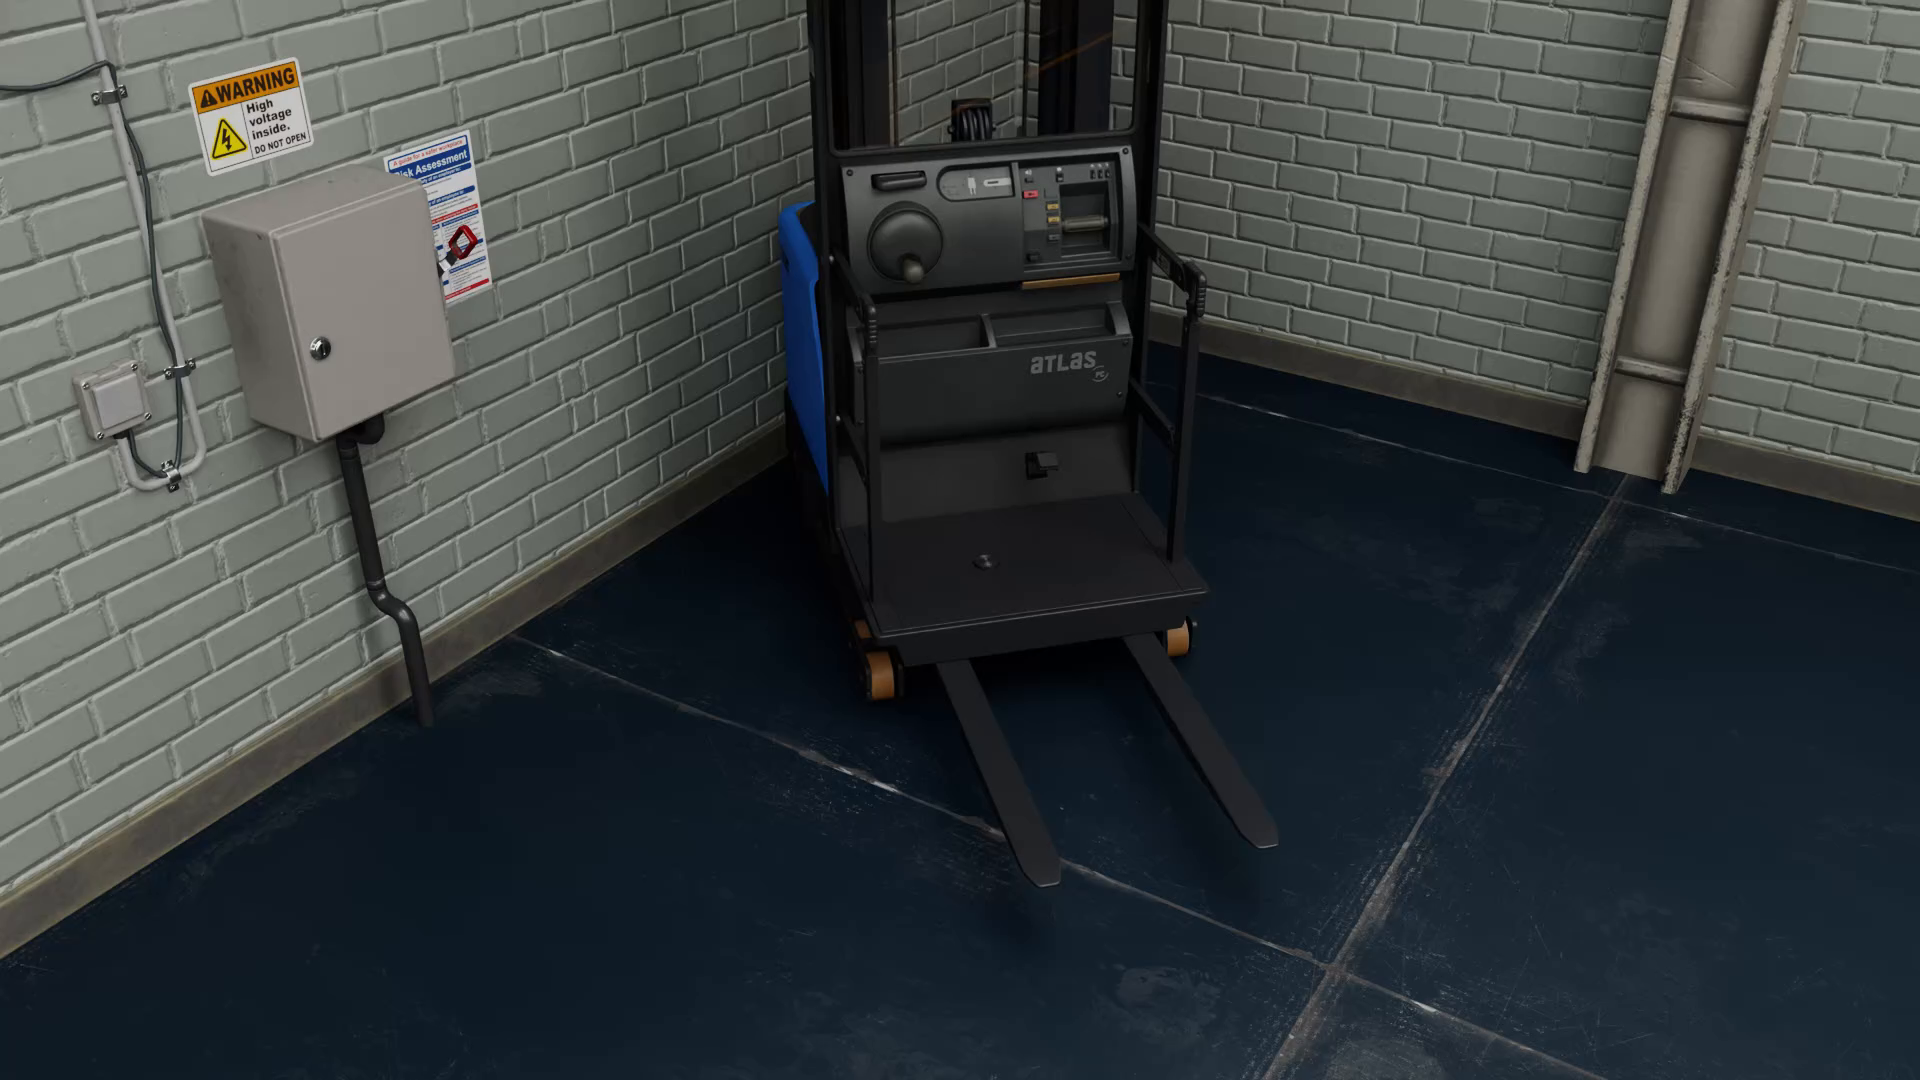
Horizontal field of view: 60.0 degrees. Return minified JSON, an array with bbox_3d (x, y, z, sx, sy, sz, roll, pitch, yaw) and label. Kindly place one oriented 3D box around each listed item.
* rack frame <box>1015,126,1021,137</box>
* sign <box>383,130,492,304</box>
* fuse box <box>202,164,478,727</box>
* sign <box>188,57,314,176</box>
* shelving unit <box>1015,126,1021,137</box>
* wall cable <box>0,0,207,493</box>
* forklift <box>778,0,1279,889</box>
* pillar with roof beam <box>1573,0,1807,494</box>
[{"bbox_3d":[0.165,-1.117,6.973,0.015,1.200,0.240,23,37,34],"label":"rack frame"},{"bbox_3d":[-1.561,-0.949,4.995,0.001,0.494,0.329,18,35,27],"label":"sign"},{"bbox_3d":[-1.648,-0.167,4.839,0.414,1.711,0.539,18,35,27],"label":"fuse box"},{"bbox_3d":[-1.853,-1.113,4.361,0.001,0.242,0.339,18,35,27],"label":"sign"},{"bbox_3d":[0.352,-1.038,6.838,0.503,1.200,0.258,23,37,34],"label":"shelving unit"},{"bbox_3d":[-2.144,-0.914,3.831,0.122,1.984,0.588,18,35,27],"label":"wall cable"},{"bbox_3d":[0.153,-0.961,4.988,1.130,2.935,3.031,-7,31,-12],"label":"forklift"},{"bbox_3d":[0.442,-2.346,1.342,0.400,9.000,9.100,18,35,27],"label":"pillar with roof beam"}]
